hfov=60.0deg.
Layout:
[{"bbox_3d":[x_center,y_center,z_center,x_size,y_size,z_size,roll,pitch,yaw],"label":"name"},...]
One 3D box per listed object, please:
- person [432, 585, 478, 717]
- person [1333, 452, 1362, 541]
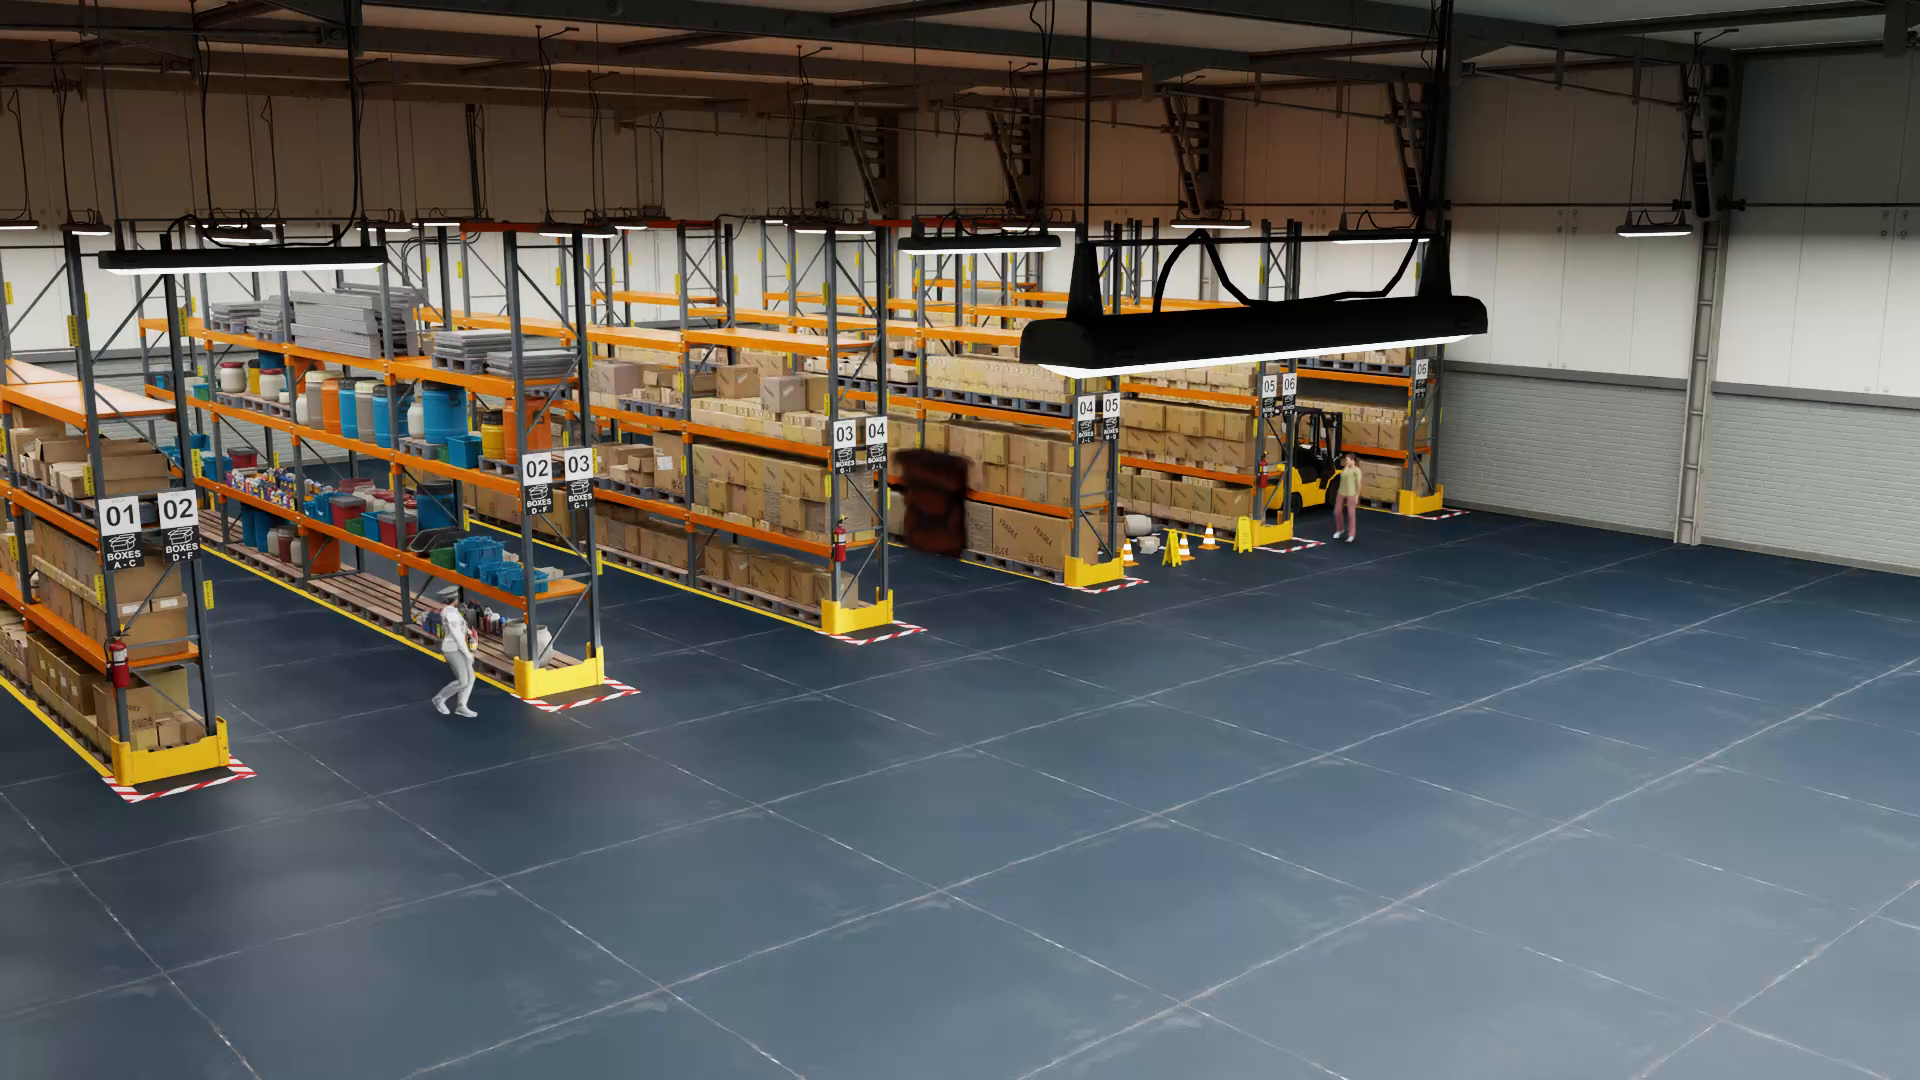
[{"bbox_3d":[-6.334,1.410,20.813,0.570,1.657,0.526,-1,11,-6],"label":"person"},{"bbox_3d":[7.401,-0.831,31.717,0.506,1.683,0.440,7,13,31],"label":"person"}]
